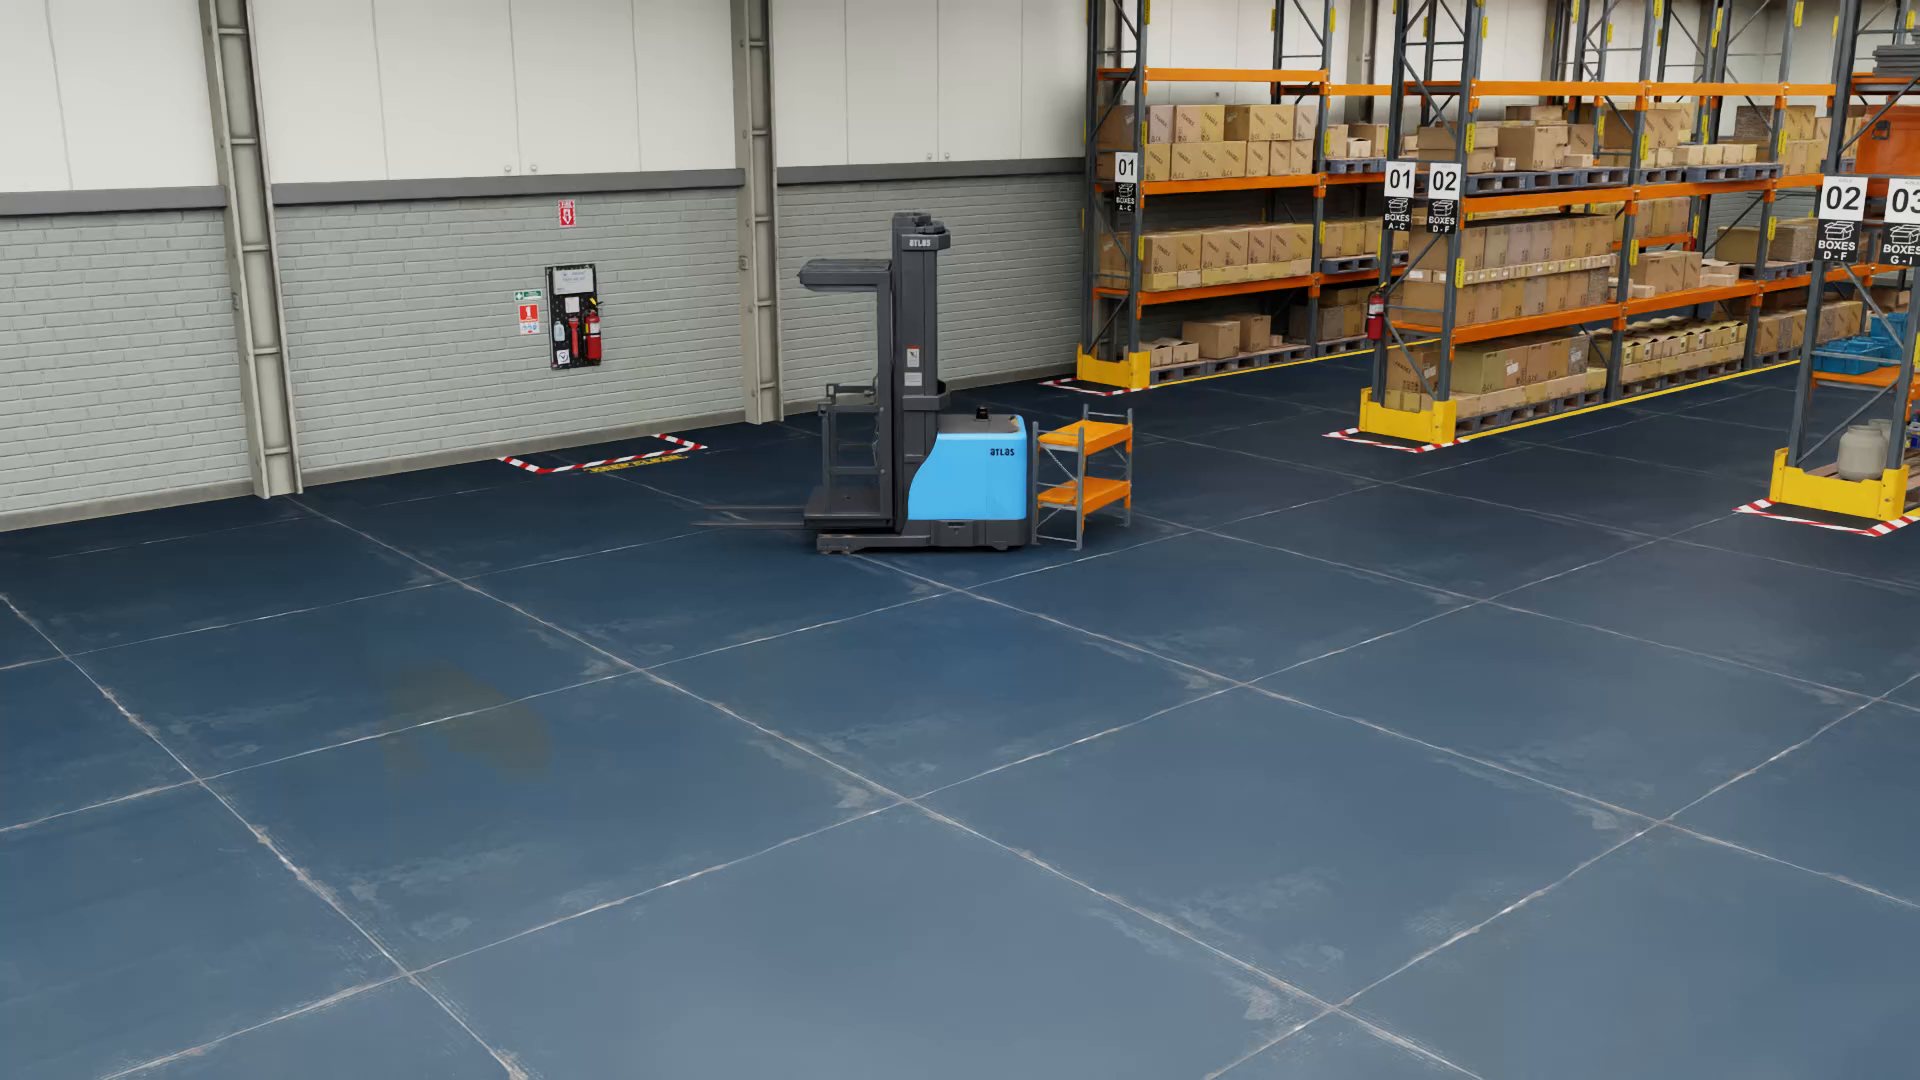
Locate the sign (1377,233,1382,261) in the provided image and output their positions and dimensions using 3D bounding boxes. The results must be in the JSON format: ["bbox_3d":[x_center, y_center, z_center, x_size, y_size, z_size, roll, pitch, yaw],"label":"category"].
[{"bbox_3d":[5.019,-3.491,19.803,0.005,0.325,0.100,-13,19,-39],"label":"sign"}]

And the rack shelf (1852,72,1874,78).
[{"bbox_3d":[15.926,-7.630,27.776,4.000,0.370,1.077,-13,19,-39],"label":"rack shelf"}]

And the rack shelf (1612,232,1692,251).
[{"bbox_3d":[12.672,-5.697,32.158,4.000,0.370,1.077,-13,19,-39],"label":"rack shelf"}]

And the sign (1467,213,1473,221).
[{"bbox_3d":[8.509,-5.445,27.731,0.005,0.325,0.100,-13,19,-39],"label":"sign"}]

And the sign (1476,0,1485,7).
[{"bbox_3d":[5.725,-6.026,18.255,0.005,0.325,0.100,-13,19,-39],"label":"sign"}]

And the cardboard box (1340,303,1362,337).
[{"bbox_3d":[6.029,-3.580,26.832,0.500,0.500,0.700,-13,20,-40],"label":"cardboard box"}]

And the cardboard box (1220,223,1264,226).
[{"bbox_3d":[4.244,-4.524,25.172,0.500,0.500,0.500,-13,20,-40],"label":"cardboard box"}]

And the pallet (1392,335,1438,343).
[{"bbox_3d":[7.555,-3.548,28.125,1.213,0.211,1.003,-13,19,-39],"label":"pallet"}]

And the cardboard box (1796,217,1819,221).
[{"bbox_3d":[13.913,-4.956,26.984,0.700,0.500,0.500,8,17,28],"label":"cardboard box"}]

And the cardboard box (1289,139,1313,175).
[{"bbox_3d":[4.907,-5.723,24.819,0.500,0.500,0.500,-12,19,-38],"label":"cardboard box"}]

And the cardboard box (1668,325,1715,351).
[{"bbox_3d":[10.396,-2.898,23.716,0.500,0.311,0.500,-13,20,-40],"label":"cardboard box"}]

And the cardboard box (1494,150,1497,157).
[{"bbox_3d":[6.480,-4.726,20.406,0.500,0.311,0.500,-10,18,-33],"label":"cardboard box"}]

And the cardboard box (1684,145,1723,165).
[{"bbox_3d":[10.272,-5.369,23.201,0.500,0.250,0.500,-13,20,-40],"label":"cardboard box"}]

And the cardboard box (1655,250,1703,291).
[{"bbox_3d":[10.145,-3.825,23.563,0.500,0.500,0.500,-14,20,-42],"label":"cardboard box"}]

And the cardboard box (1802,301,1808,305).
[{"bbox_3d":[13.498,-3.619,26.979,0.500,0.500,0.500,-12,19,-39],"label":"cardboard box"}]

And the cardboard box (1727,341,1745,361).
[{"bbox_3d":[11.163,-2.802,24.441,0.500,0.250,0.500,-12,19,-38],"label":"cardboard box"}]

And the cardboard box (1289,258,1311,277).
[{"bbox_3d":[4.970,-4.148,25.219,0.500,0.250,0.500,-13,19,-39],"label":"cardboard box"}]

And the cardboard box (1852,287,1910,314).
[{"bbox_3d":[15.832,-4.067,28.650,0.637,0.503,0.797,-13,19,-39],"label":"cardboard box"}]

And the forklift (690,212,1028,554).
[{"bbox_3d":[-0.914,-1.429,14.921,3.031,2.935,1.130,0,15,0],"label":"forklift"}]

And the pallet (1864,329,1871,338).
[{"bbox_3d":[14.936,-3.510,27.984,1.213,0.211,1.003,-13,19,-39],"label":"pallet"}]

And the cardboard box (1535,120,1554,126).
[{"bbox_3d":[10.050,-7.181,29.462,0.500,0.500,0.700,-13,20,-40],"label":"cardboard box"}]

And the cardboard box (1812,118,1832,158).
[{"bbox_3d":[12.985,-6.193,25.608,0.600,0.600,0.600,-14,20,-41],"label":"cardboard box"}]

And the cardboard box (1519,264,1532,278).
[{"bbox_3d":[6.773,-3.314,20.392,0.250,0.149,0.380,-13,20,-40],"label":"cardboard box"}]

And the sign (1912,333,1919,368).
[{"bbox_3d":[8.972,-1.770,15.527,0.005,0.325,0.100,-13,19,-39],"label":"sign"}]

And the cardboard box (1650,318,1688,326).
[{"bbox_3d":[10.422,-3.087,24.423,0.500,0.311,0.500,-13,20,-41],"label":"cardboard box"}]

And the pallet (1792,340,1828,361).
[{"bbox_3d":[12.908,-3.041,26.228,1.213,0.211,1.003,-13,19,-39],"label":"pallet"}]

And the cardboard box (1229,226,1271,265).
[{"bbox_3d":[4.215,-4.340,24.486,0.500,0.500,0.500,-13,20,-41],"label":"cardboard box"}]

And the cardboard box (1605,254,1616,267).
[{"bbox_3d":[8.318,-3.660,21.690,0.250,0.149,0.380,-13,20,-39],"label":"cardboard box"}]

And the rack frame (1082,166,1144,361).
[{"bbox_3d":[2.111,-3.673,23.187,0.127,3.000,1.000,-13,19,-39],"label":"rack frame"}]

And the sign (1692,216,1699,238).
[{"bbox_3d":[11.037,-4.689,24.902,0.005,0.325,0.100,-13,19,-39],"label":"sign"}]

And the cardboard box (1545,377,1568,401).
[{"bbox_3d":[7.425,-1.969,21.325,0.500,0.250,0.500,-13,19,-39],"label":"cardboard box"}]

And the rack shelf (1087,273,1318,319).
[{"bbox_3d":[3.619,-3.664,24.548,4.000,0.370,1.077,-13,19,-39],"label":"rack shelf"}]

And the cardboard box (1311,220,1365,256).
[{"bbox_3d":[5.961,-4.784,26.301,0.500,0.500,0.700,-10,18,-34],"label":"cardboard box"}]

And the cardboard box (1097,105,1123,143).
[{"bbox_3d":[2.264,-5.787,23.119,0.500,0.500,0.500,-12,19,-37],"label":"cardboard box"}]

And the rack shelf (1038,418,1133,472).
[{"bbox_3d":[1.129,-0.876,15.217,0.538,0.278,1.000,9,17,29],"label":"rack shelf"}]

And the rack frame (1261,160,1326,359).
[{"bbox_3d":[5.128,-4.350,25.723,0.127,3.000,1.000,-13,19,-39],"label":"rack frame"}]

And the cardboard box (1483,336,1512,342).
[{"bbox_3d":[6.697,-2.351,21.300,0.500,0.500,0.500,-13,19,-39],"label":"cardboard box"}]

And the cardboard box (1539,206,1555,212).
[{"bbox_3d":[10.202,-5.969,29.523,0.500,0.250,0.500,-12,19,-38],"label":"cardboard box"}]

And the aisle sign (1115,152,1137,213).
[{"bbox_3d":[2.253,-4.858,22.587,0.004,0.787,0.394,-13,19,-39],"label":"aisle sign"}]

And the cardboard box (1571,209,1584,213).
[{"bbox_3d":[10.980,-5.780,30.267,0.500,0.500,0.500,-13,20,-40],"label":"cardboard box"}]

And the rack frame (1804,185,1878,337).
[{"bbox_3d":[14.418,-4.742,27.189,0.127,3.000,1.000,-13,19,-39],"label":"rack frame"}]

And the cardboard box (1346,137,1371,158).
[{"bbox_3d":[6.058,-6.141,25.973,0.500,0.311,0.500,-12,19,-38],"label":"cardboard box"}]

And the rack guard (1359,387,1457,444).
[{"bbox_3d":[5.347,-1.497,19.886,0.348,0.500,1.175,-13,19,-39],"label":"rack guard"}]

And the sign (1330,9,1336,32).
[{"bbox_3d":[5.470,-7.629,24.411,0.005,0.325,0.100,-13,19,-39],"label":"sign"}]

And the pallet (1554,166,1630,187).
[{"bbox_3d":[7.756,-4.643,21.180,1.213,0.211,1.003,-13,19,-39],"label":"pallet"}]

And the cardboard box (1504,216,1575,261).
[{"bbox_3d":[7.293,-3.815,21.010,0.500,0.500,0.700,-13,20,-39],"label":"cardboard box"}]

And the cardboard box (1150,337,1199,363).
[{"bbox_3d":[3.122,-2.782,24.211,0.500,0.311,0.500,-11,18,-35],"label":"cardboard box"}]

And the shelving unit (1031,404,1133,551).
[{"bbox_3d":[1.129,-0.594,15.292,0.538,1.125,1.048,9,17,29],"label":"shelving unit"}]

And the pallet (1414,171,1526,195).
[{"bbox_3d":[5.916,-4.230,19.632,1.213,0.211,1.003,-13,19,-39],"label":"pallet"}]

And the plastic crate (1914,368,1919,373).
[{"bbox_3d":[9.500,-1.705,16.333,0.250,0.136,0.298,-13,19,-39],"label":"plastic crate"}]

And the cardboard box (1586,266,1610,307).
[{"bbox_3d":[8.052,-3.358,21.816,0.500,0.500,0.700,-13,20,-41],"label":"cardboard box"}]

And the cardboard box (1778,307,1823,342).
[{"bbox_3d":[13.094,-3.354,25.984,0.500,0.500,0.500,-14,20,-41],"label":"cardboard box"}]
